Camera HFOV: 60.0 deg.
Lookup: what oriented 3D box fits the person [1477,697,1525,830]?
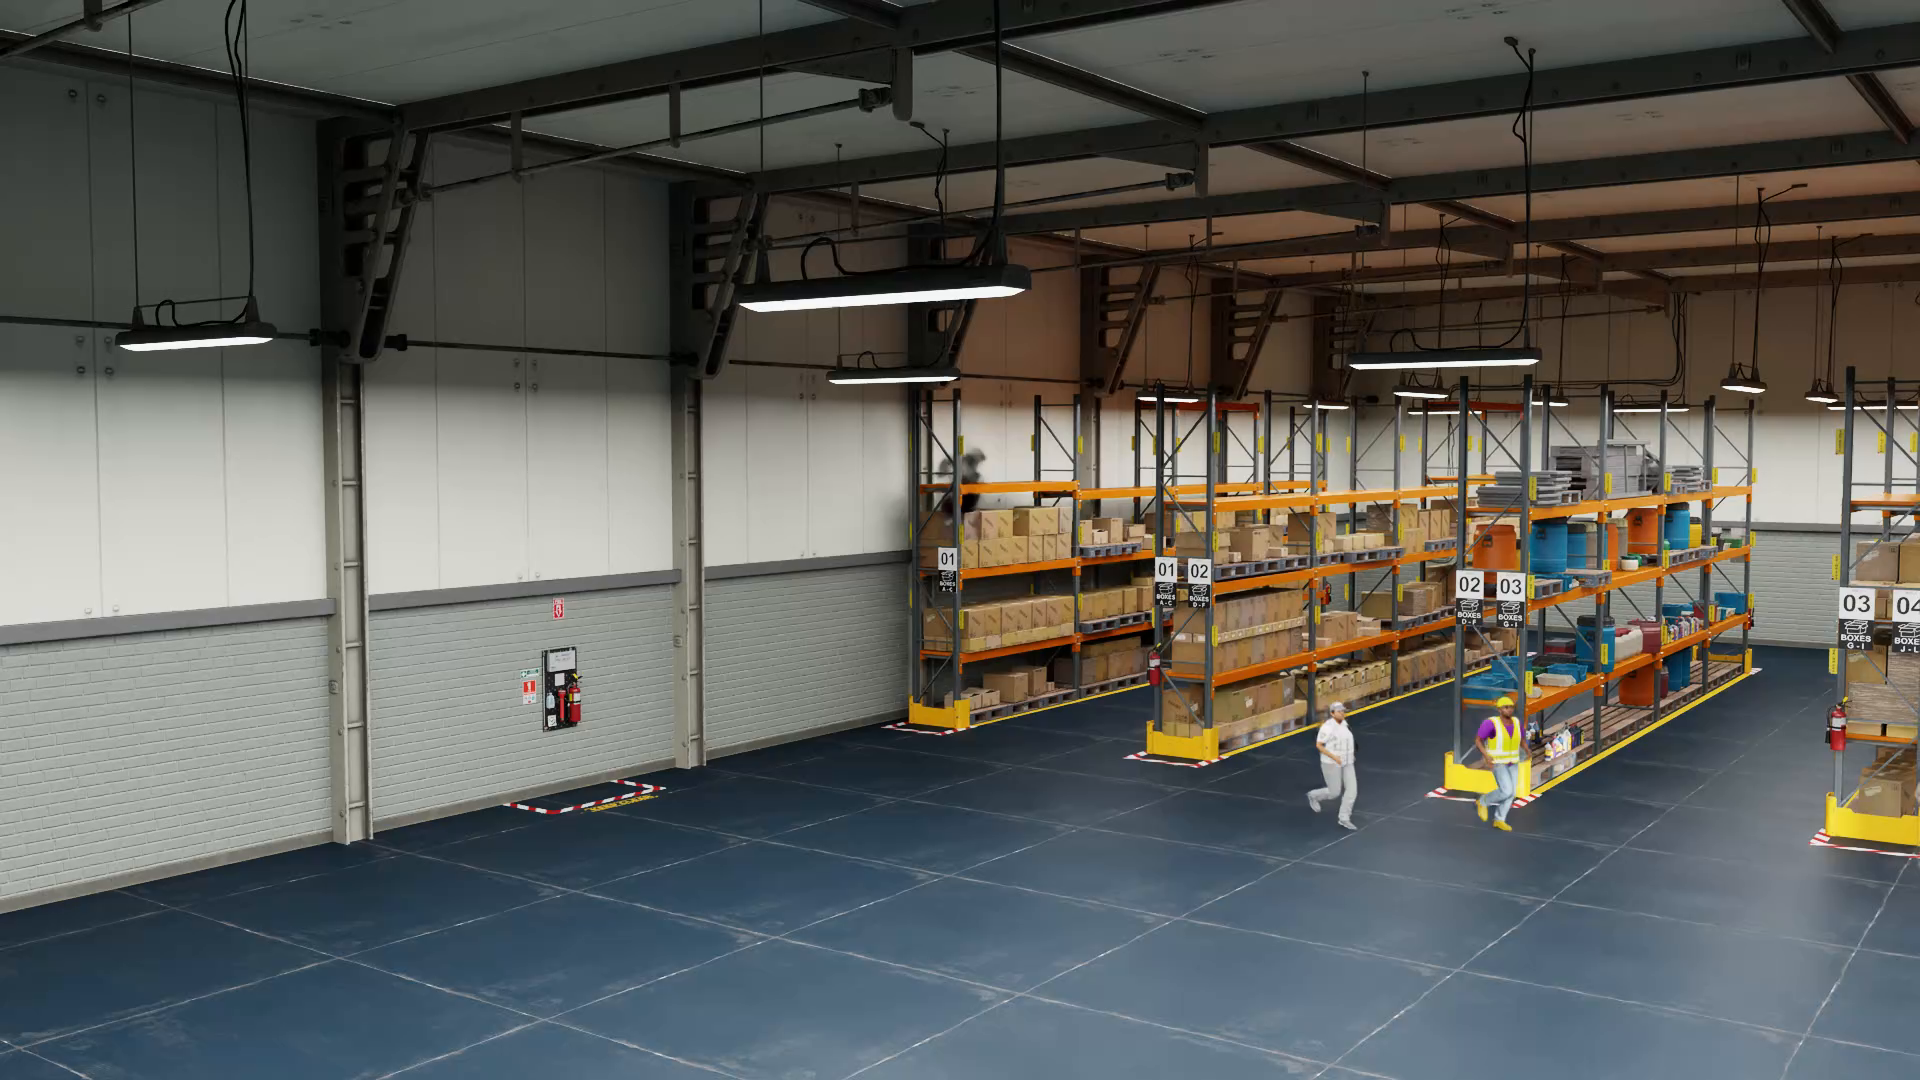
[{"bbox_3d":[7.096,2.903,21.740,0.669,1.732,0.539,-1,3,-19],"label":"person"}]

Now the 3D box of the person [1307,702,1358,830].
[{"bbox_3d":[4.953,2.951,21.938,0.616,1.651,0.764,-2,4,-32],"label":"person"}]
